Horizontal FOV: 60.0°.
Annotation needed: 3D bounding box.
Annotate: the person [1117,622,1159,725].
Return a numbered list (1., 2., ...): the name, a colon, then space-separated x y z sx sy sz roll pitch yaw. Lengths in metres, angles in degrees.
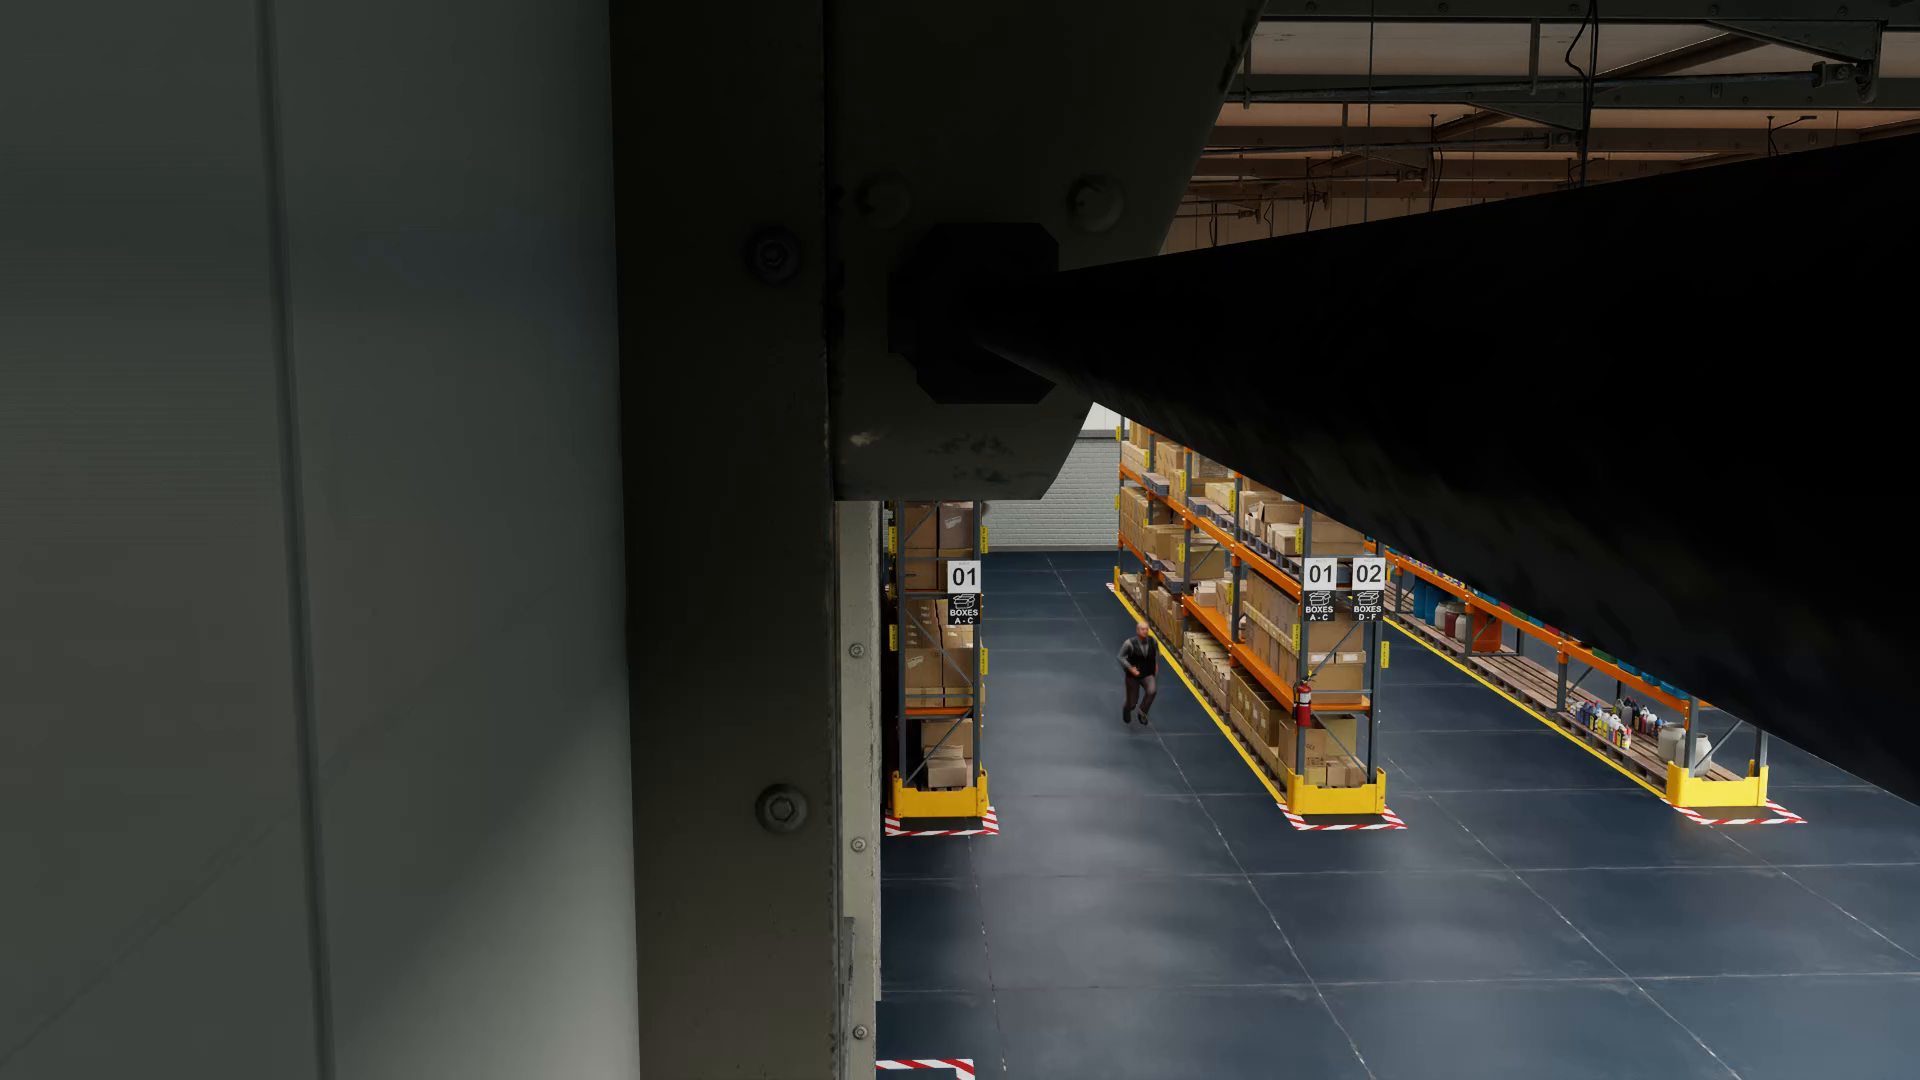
1. person: 2.611 1.958 24.228 0.682 1.595 0.975 -2 8 -13

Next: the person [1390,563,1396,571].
1. person: 10.440 -0.054 38.386 0.963 1.774 0.648 -1 8 -4
